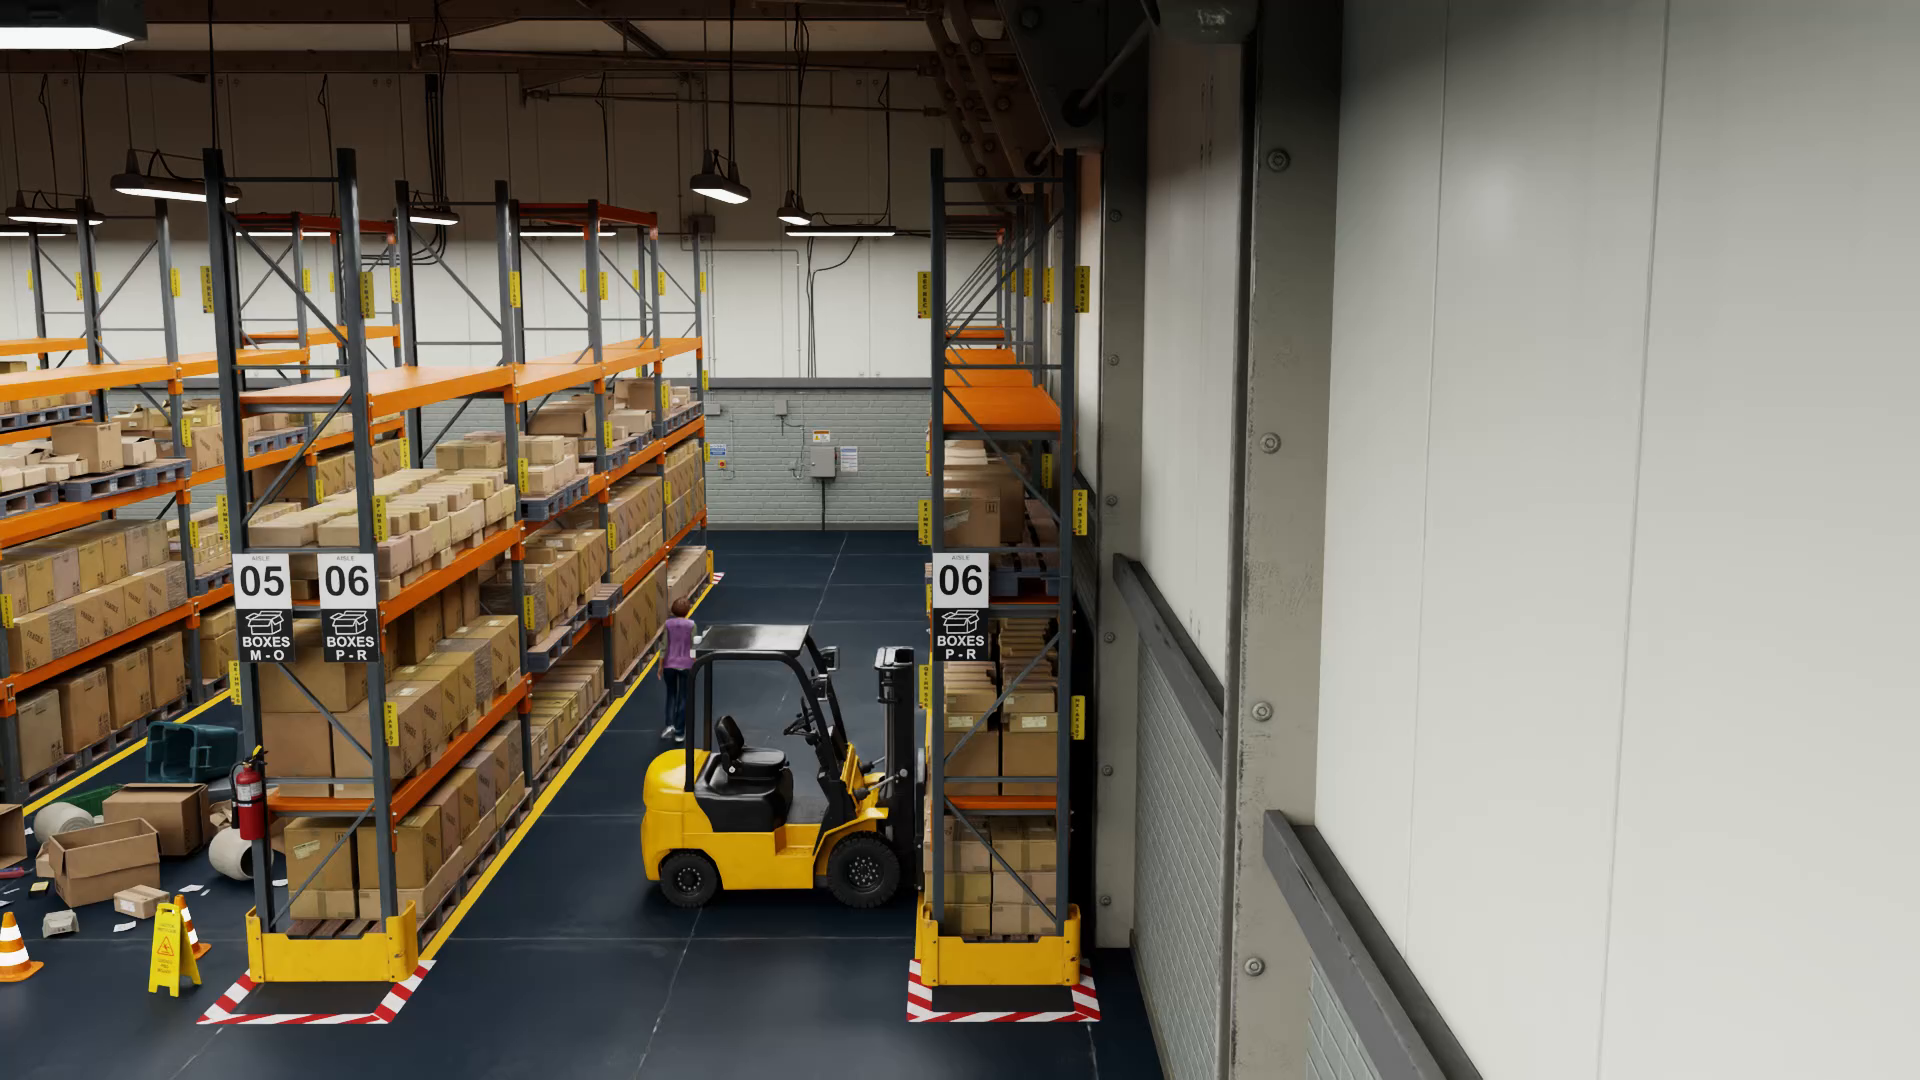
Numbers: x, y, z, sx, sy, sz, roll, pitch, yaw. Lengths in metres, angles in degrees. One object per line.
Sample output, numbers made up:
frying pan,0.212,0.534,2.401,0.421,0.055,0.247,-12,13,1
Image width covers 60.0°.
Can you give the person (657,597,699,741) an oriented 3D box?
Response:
person,-3.124,1.449,18.449,0.468,1.622,0.469,1,9,4
